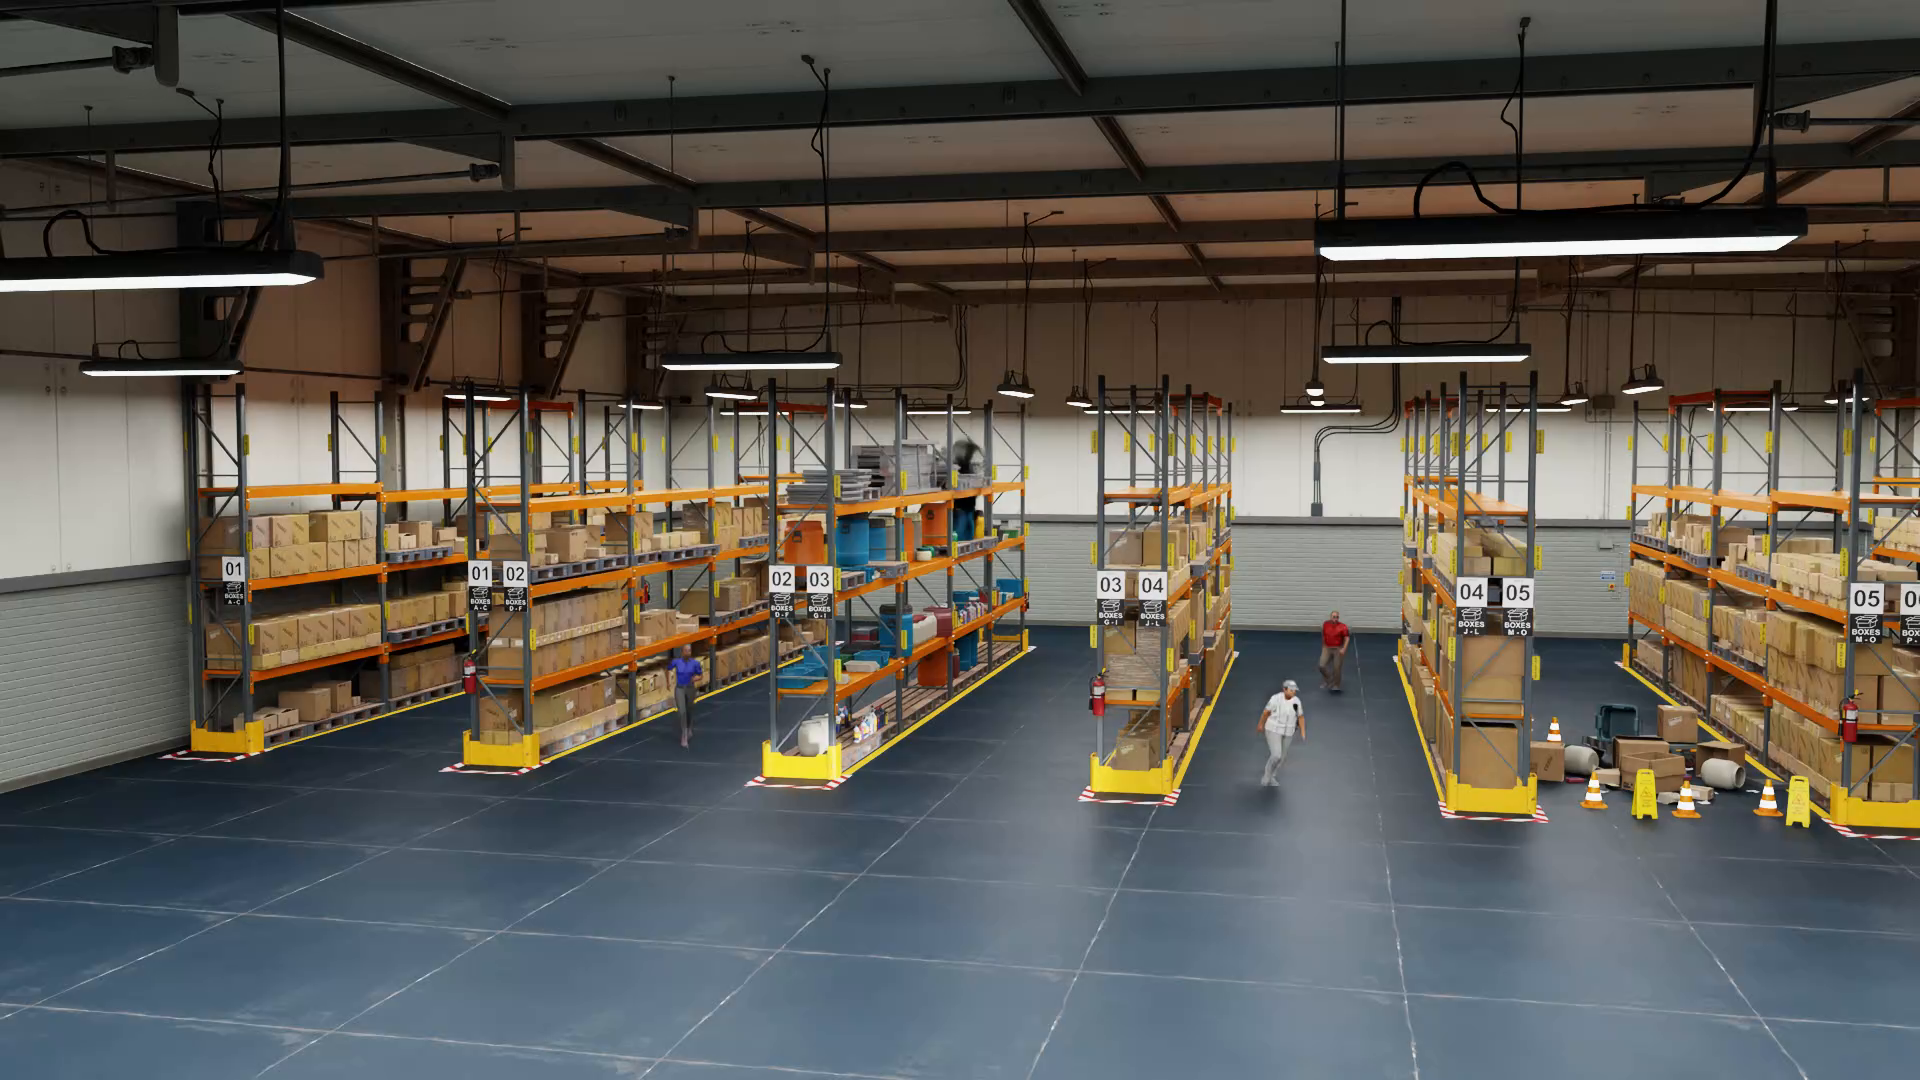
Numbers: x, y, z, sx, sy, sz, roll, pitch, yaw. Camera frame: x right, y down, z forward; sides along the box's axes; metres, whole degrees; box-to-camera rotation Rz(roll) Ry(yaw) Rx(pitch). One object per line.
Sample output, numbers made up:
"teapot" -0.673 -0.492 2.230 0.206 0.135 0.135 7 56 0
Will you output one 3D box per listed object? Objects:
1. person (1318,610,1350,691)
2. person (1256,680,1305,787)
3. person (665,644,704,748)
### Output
"person" 7.551 2.237 33.543 0.663 1.670 0.730 2 4 29
"person" 4.692 2.814 24.214 0.595 1.606 0.704 -1 3 -16
"person" -4.626 2.583 27.910 0.610 1.697 0.906 -1 3 -18
